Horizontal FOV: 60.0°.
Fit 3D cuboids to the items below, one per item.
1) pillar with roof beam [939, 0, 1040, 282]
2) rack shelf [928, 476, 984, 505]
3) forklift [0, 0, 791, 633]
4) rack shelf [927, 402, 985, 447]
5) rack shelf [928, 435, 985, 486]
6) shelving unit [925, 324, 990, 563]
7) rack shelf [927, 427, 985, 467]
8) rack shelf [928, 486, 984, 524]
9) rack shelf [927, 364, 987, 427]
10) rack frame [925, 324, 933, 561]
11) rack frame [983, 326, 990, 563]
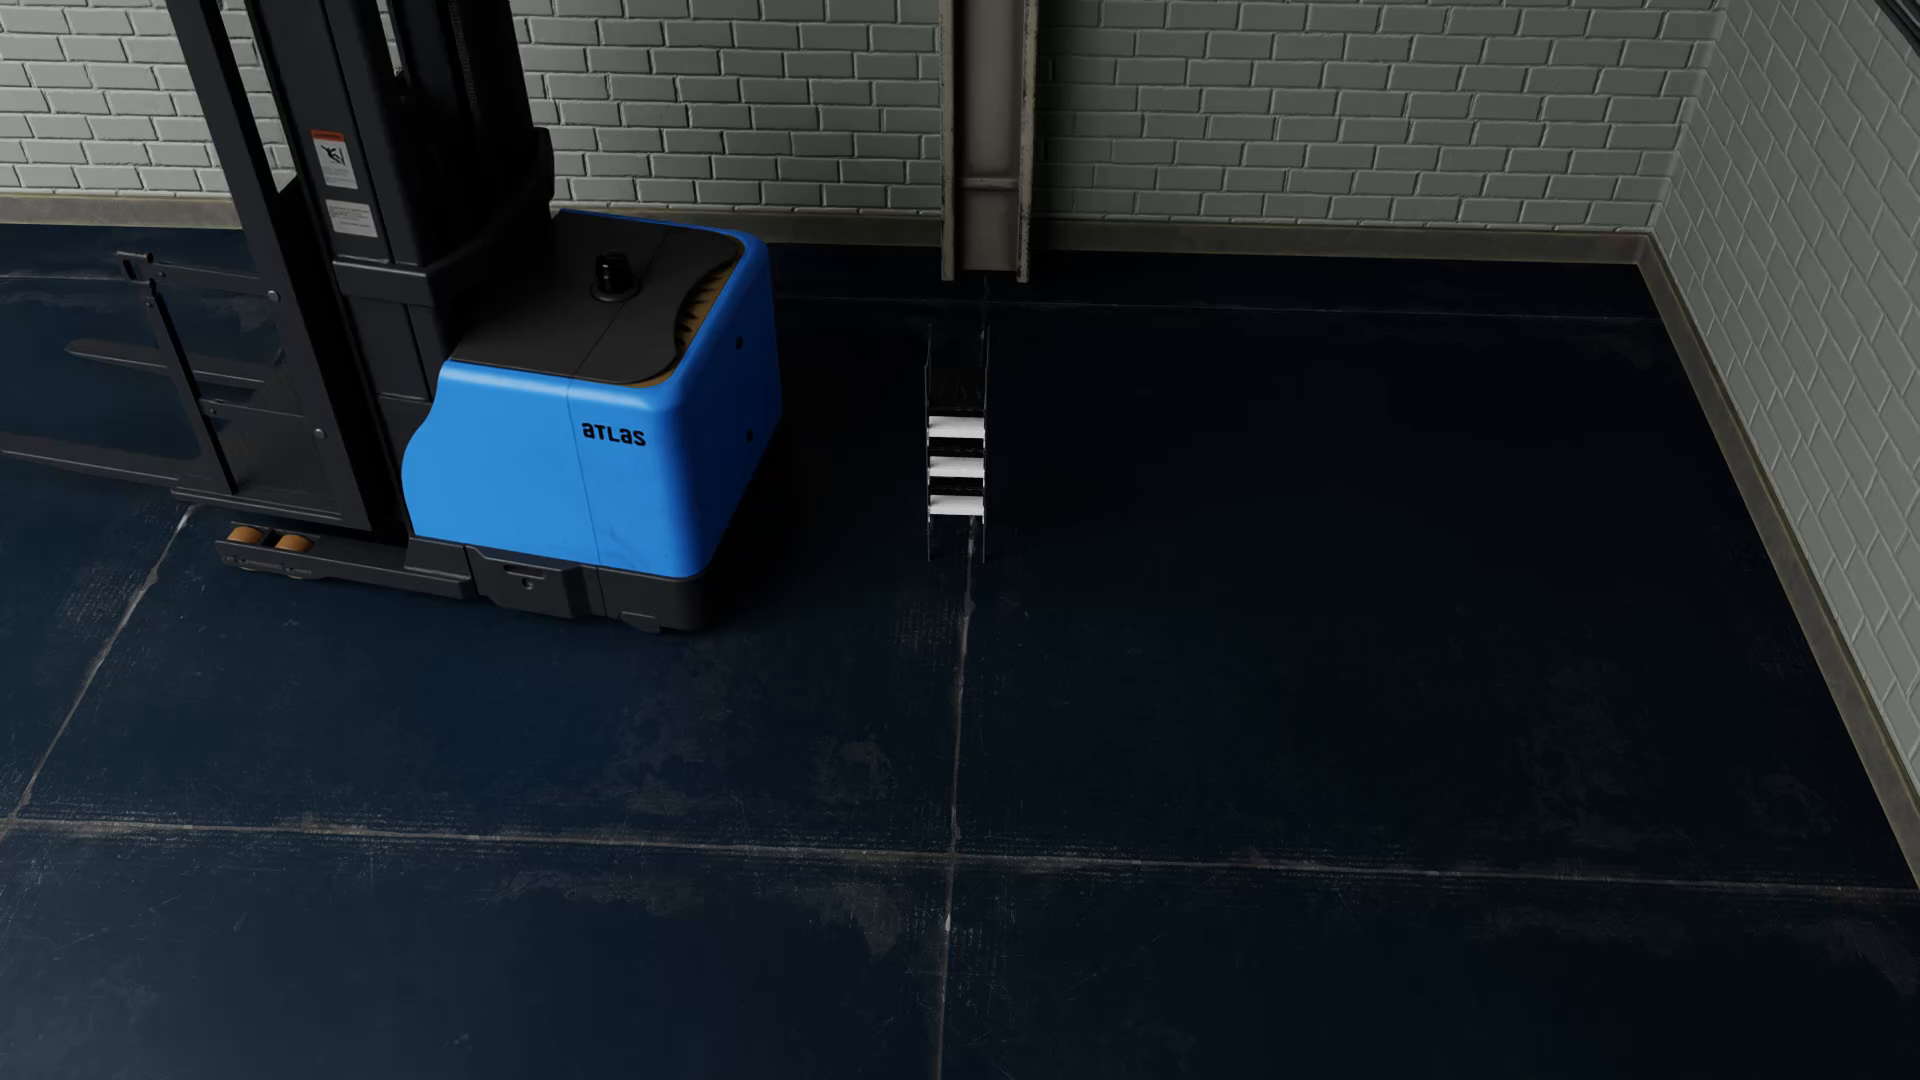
[{"bbox_3d":[-0.071,-1.634,1.402,0.400,9.000,9.100,2,43,2],"label":"pillar with roof beam"},{"bbox_3d":[-0.008,-0.239,6.028,0.200,0.077,0.258,2,43,2],"label":"rack shelf"},{"bbox_3d":[-2.230,-1.271,5.464,3.031,2.935,1.130,9,44,9],"label":"forklift"},{"bbox_3d":[-0.008,-0.437,5.844,0.200,0.077,0.258,2,43,2],"label":"rack shelf"},{"bbox_3d":[-0.008,-0.305,5.966,0.200,0.077,0.258,2,43,2],"label":"rack shelf"},{"bbox_3d":[-0.008,-0.330,5.944,0.210,0.900,0.258,2,43,2],"label":"shelving unit"},{"bbox_3d":[-0.008,-0.371,5.905,0.200,0.077,0.258,2,43,2],"label":"rack shelf"},{"bbox_3d":[-0.008,-0.173,6.089,0.200,0.077,0.258,2,43,2],"label":"rack shelf"},{"bbox_3d":[-0.008,-0.503,5.782,0.200,0.077,0.258,2,43,2],"label":"rack shelf"},{"bbox_3d":[-0.110,-0.333,5.947,0.006,0.900,0.240,2,43,2],"label":"rack frame"},{"bbox_3d":[0.093,-0.326,5.940,0.006,0.900,0.240,2,43,2],"label":"rack frame"}]
